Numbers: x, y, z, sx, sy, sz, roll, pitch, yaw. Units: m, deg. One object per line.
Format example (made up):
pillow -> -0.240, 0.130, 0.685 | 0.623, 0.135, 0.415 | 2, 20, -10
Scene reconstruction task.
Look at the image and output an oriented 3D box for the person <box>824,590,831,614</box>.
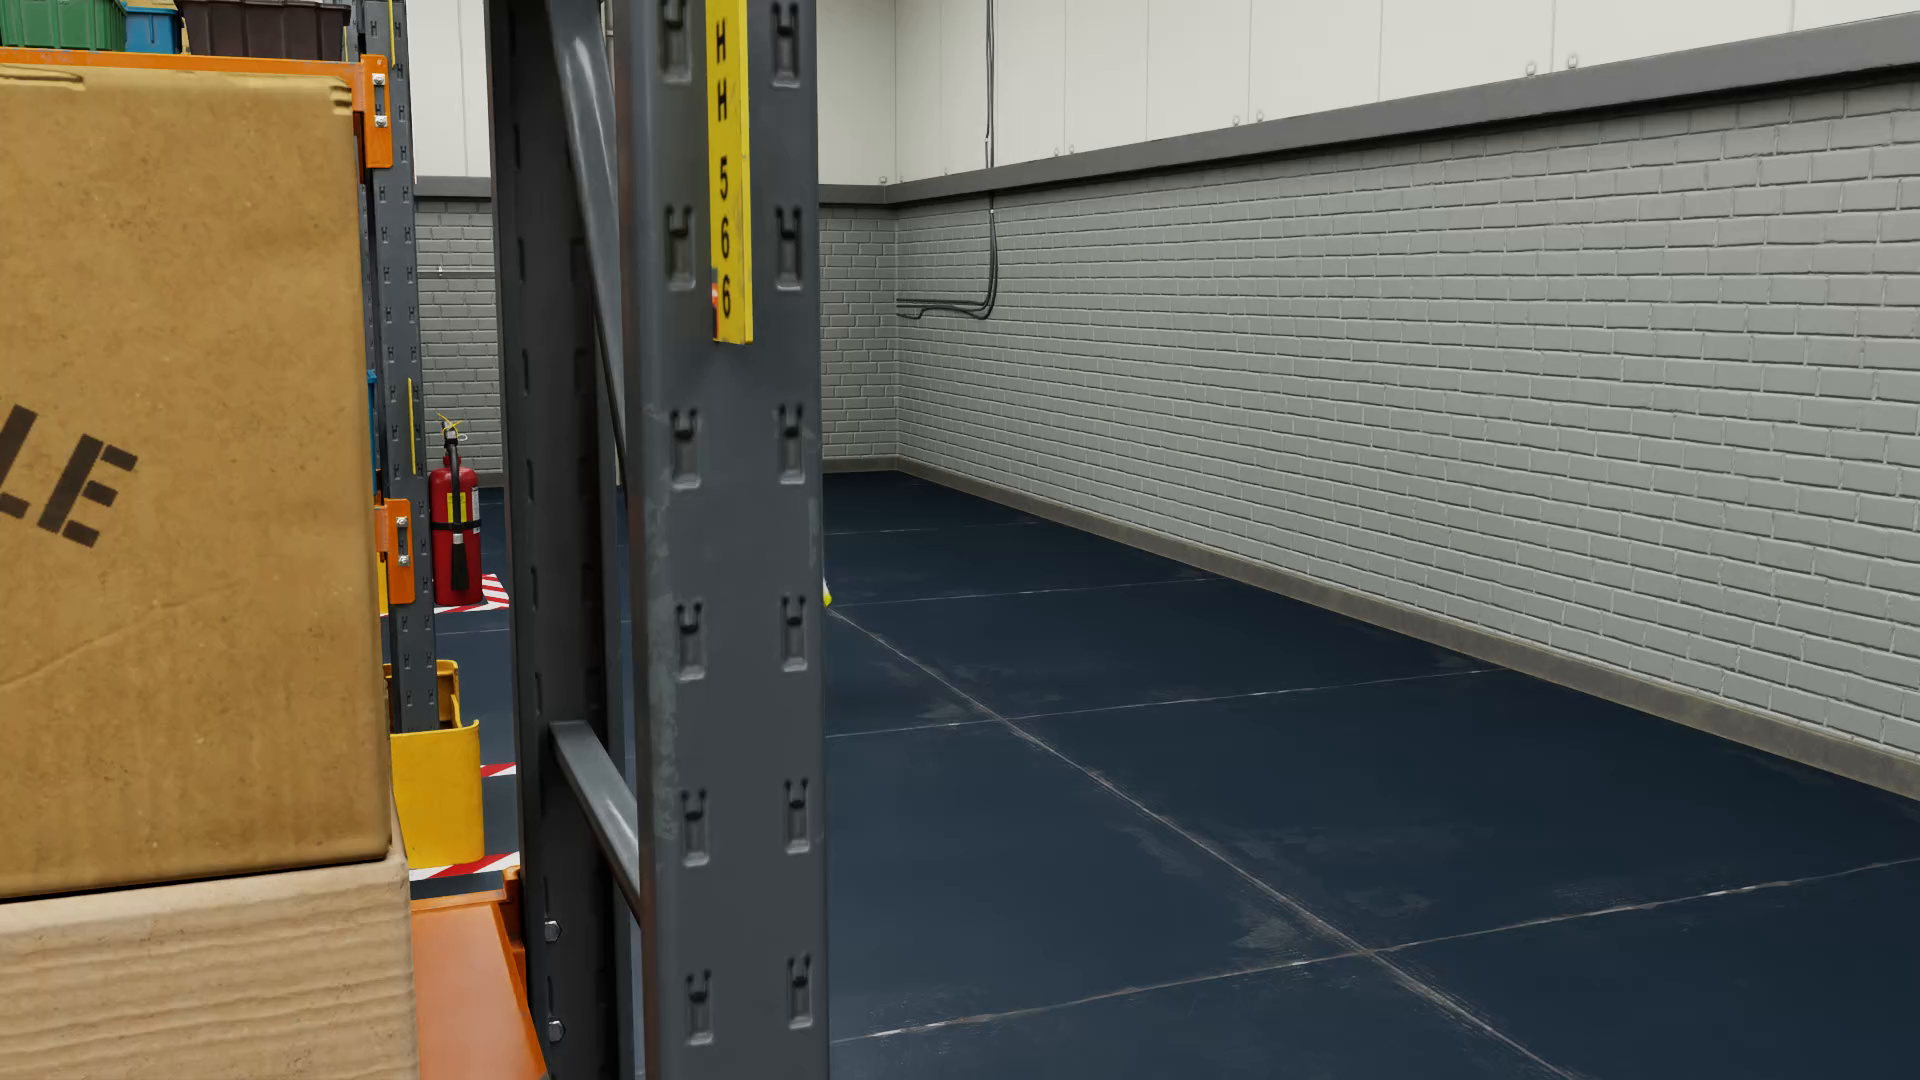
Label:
person -> -1.090, 0.318, 8.260 | 0.891, 0.998, 0.588 | -3, 9, -21
